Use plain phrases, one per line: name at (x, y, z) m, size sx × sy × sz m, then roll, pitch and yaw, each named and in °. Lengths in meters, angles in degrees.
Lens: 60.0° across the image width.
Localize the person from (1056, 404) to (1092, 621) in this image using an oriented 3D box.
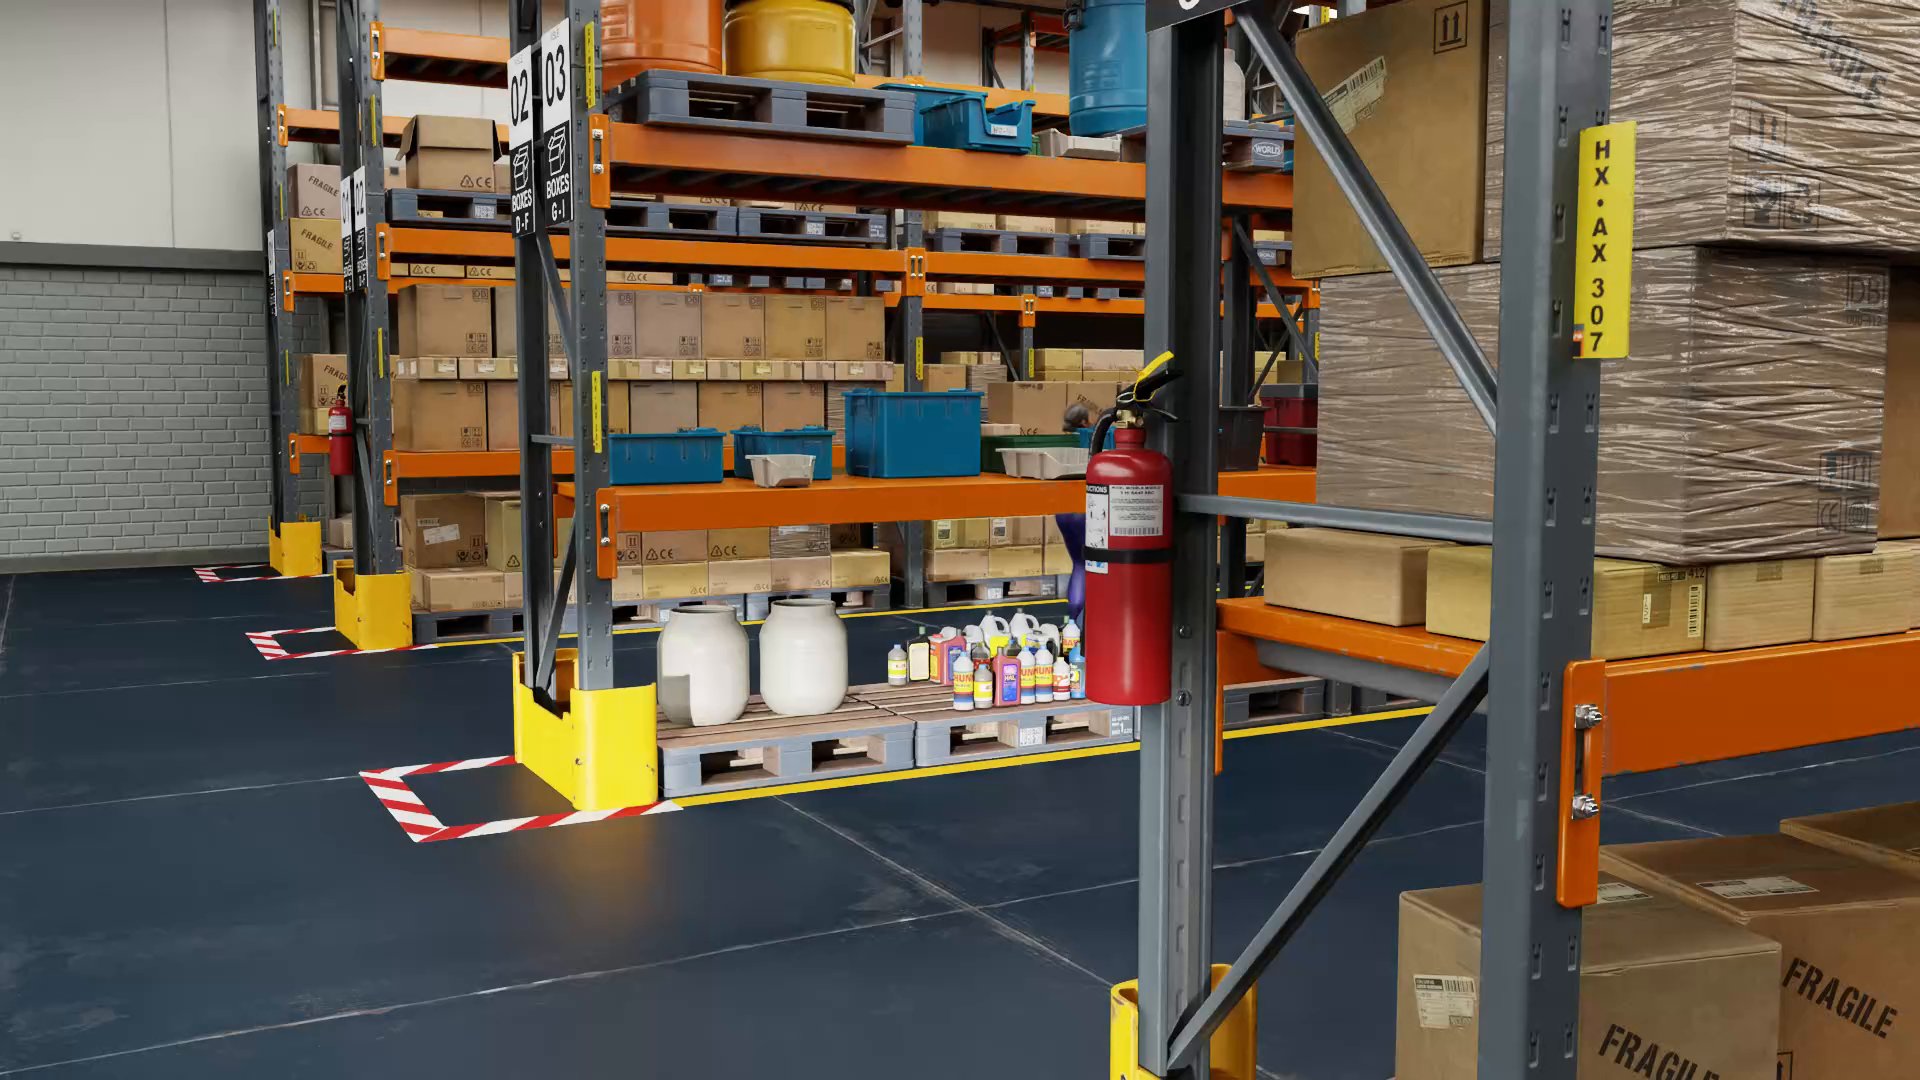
person at (0.953, -0.144, 11.754) m, size 0.524 × 1.636 × 0.453 m, roll -3°, pitch 6°, yaw -28°
